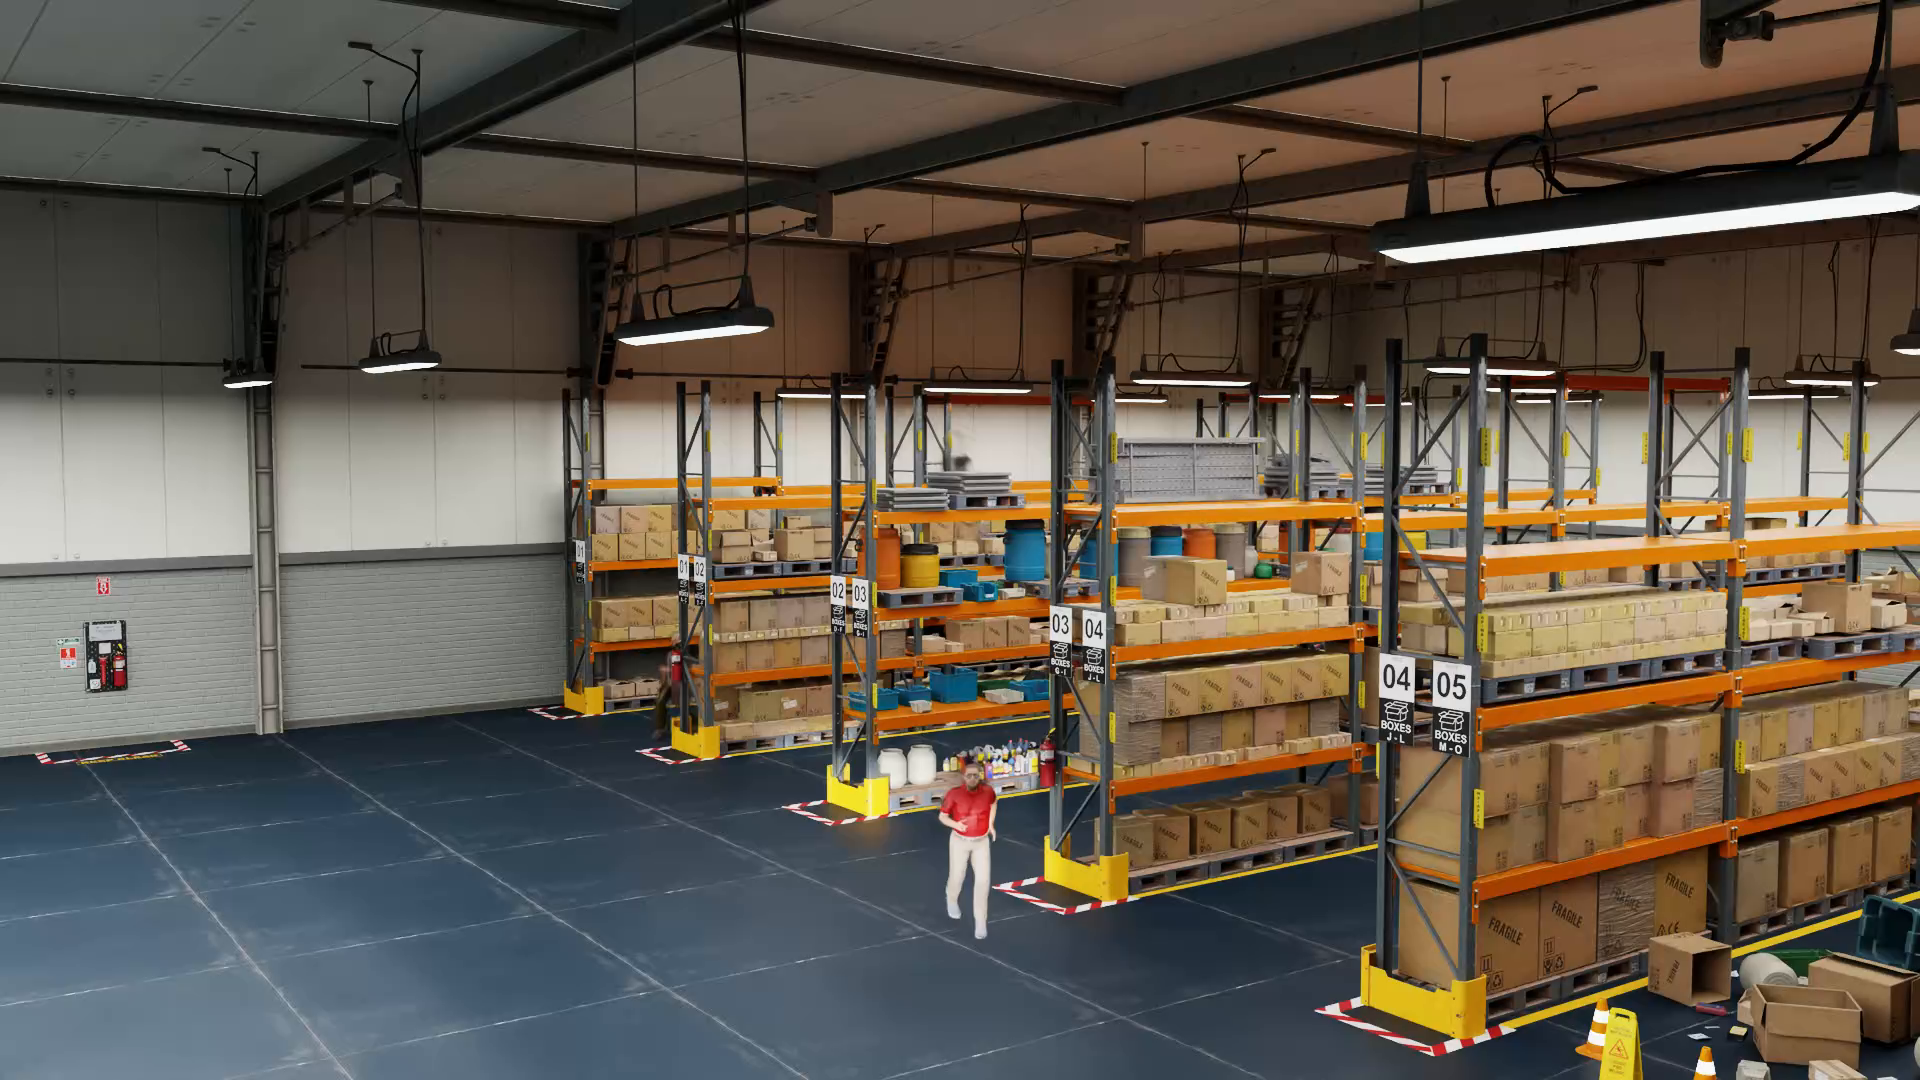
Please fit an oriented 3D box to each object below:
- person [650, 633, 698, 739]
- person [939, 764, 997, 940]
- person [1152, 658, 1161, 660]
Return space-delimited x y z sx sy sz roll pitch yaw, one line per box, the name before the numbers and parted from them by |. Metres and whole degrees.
person | -4.777 2.488 28.284 0.915 1.828 0.707 -3 5 -43
person | 0.094 3.189 17.367 0.643 1.753 0.943 -1 4 -8
person | 3.452 2.489 28.946 0.554 1.622 0.611 4 5 45
